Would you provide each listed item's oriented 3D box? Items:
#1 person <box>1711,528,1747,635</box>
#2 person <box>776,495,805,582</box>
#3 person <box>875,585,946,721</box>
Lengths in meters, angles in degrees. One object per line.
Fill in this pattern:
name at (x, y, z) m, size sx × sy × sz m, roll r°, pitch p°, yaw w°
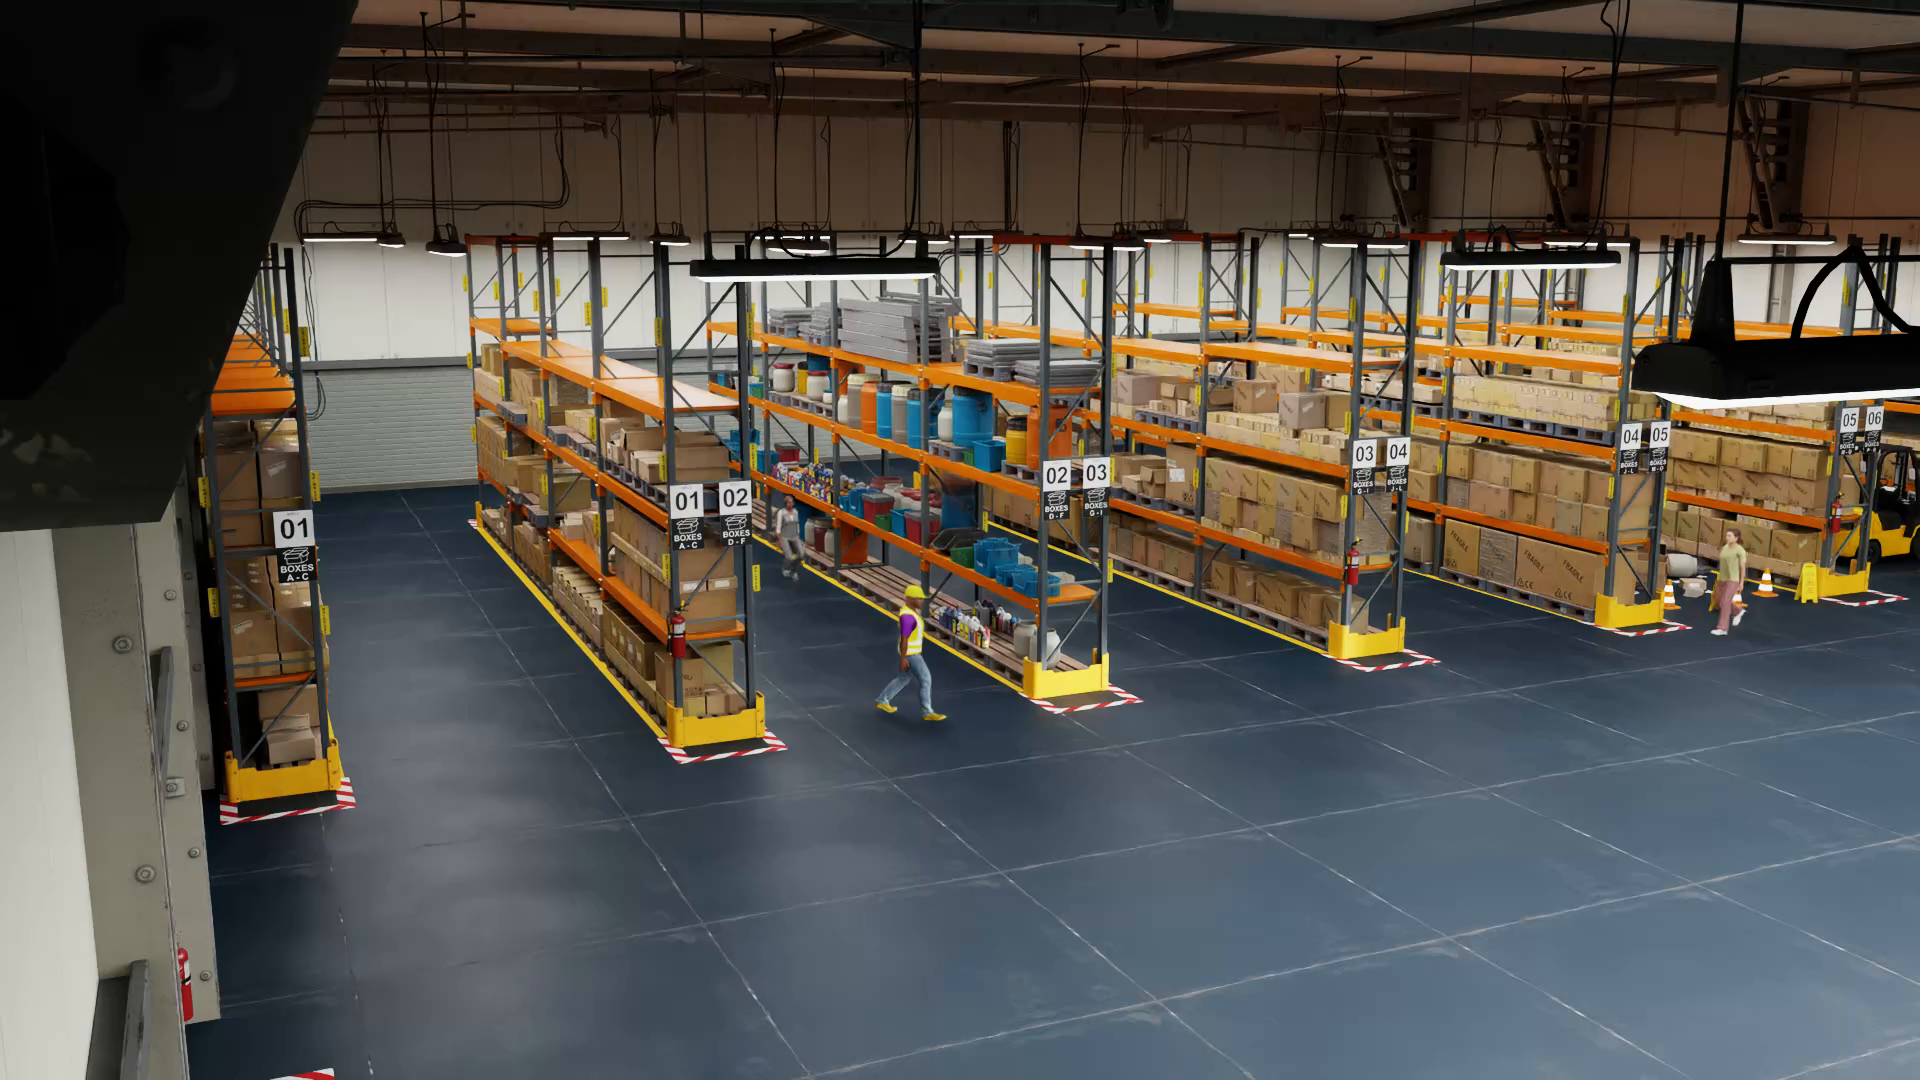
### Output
person at (11.867, 0.620, 25.520) m, size 0.764 × 1.650 × 0.450 m, roll -5°, pitch 12°, yaw -22°
person at (-2.899, -0.013, 28.307) m, size 0.449 × 1.514 × 0.504 m, roll -5°, pitch 12°, yaw -23°
person at (-0.646, 1.428, 21.234) m, size 0.895 × 1.739 × 0.574 m, roll -1°, pitch 11°, yaw -5°
